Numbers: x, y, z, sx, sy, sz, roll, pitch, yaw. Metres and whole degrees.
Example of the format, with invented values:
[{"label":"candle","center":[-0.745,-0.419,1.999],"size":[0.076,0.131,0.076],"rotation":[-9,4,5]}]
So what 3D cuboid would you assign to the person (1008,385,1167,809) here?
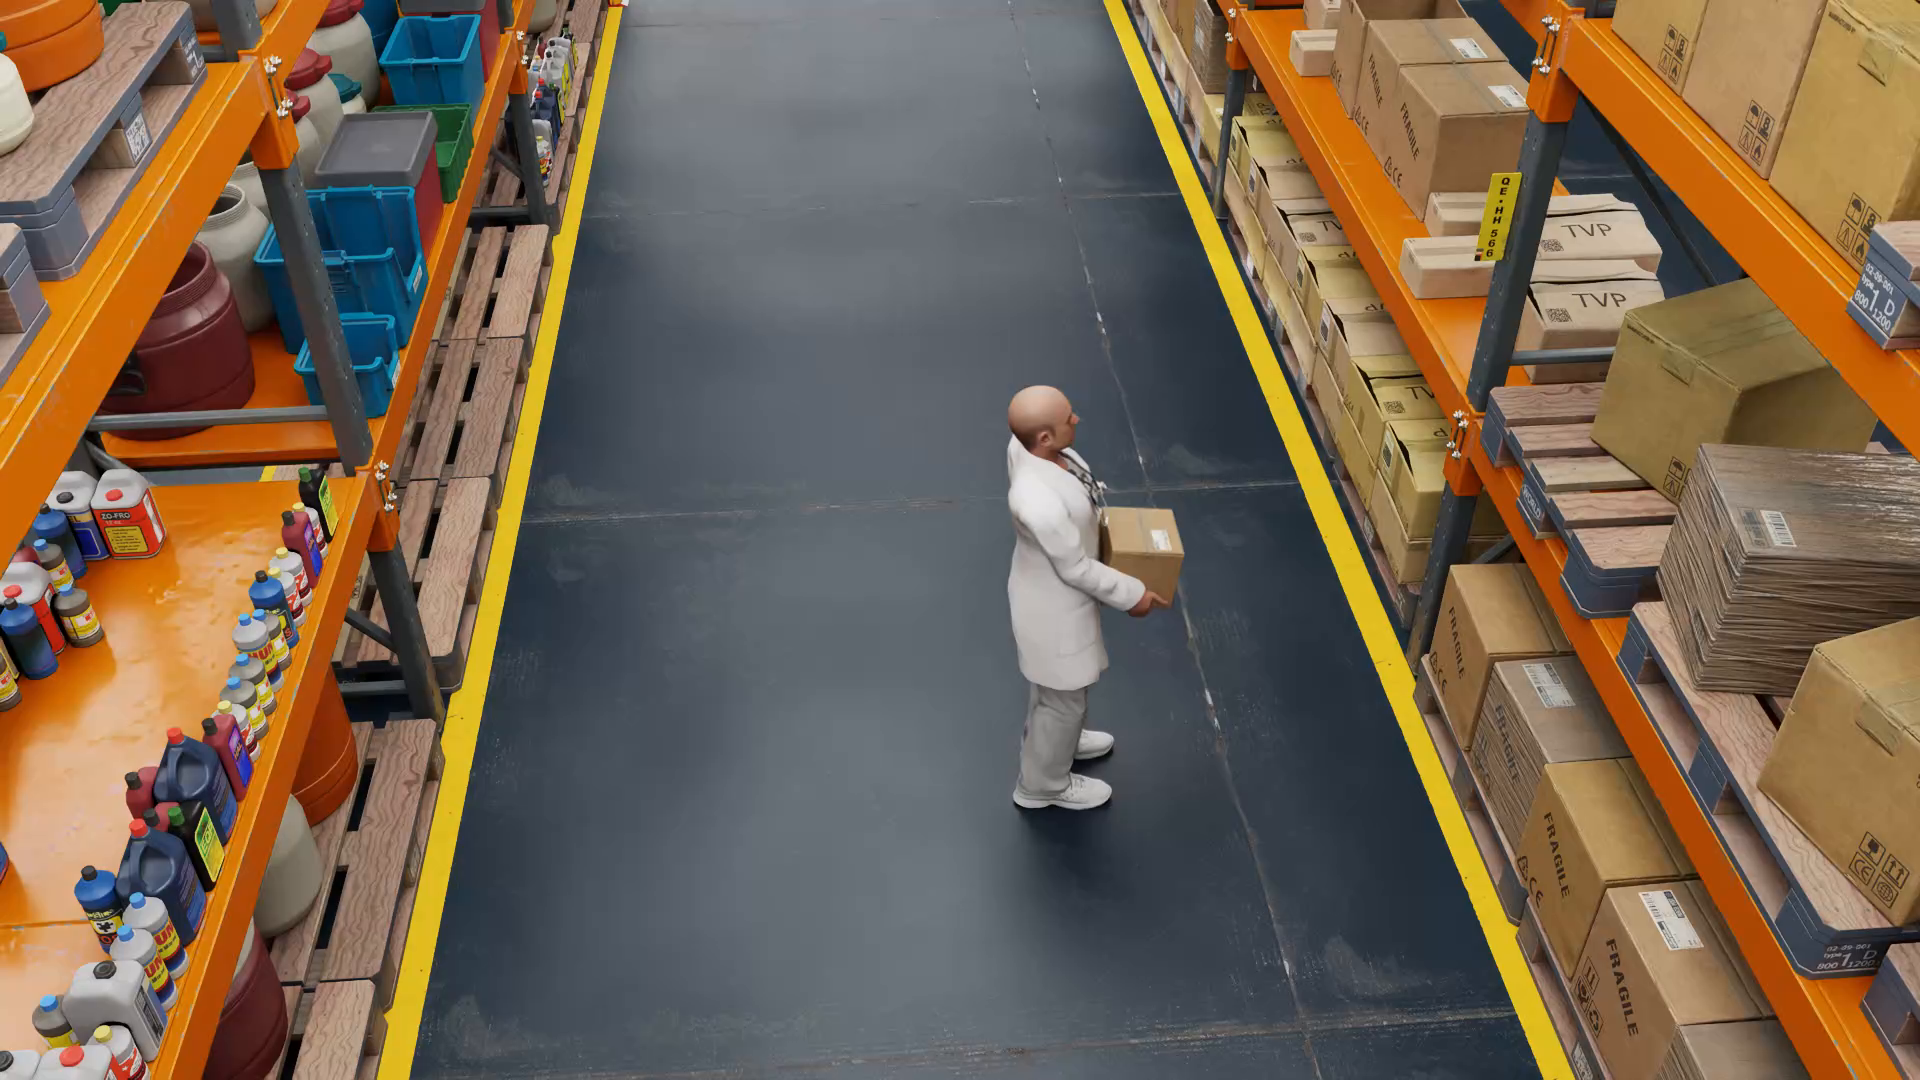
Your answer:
[{"label":"person","center":[0.431,0.207,5.911],"size":[0.555,1.770,0.530],"rotation":[-3,39,-3]}]
